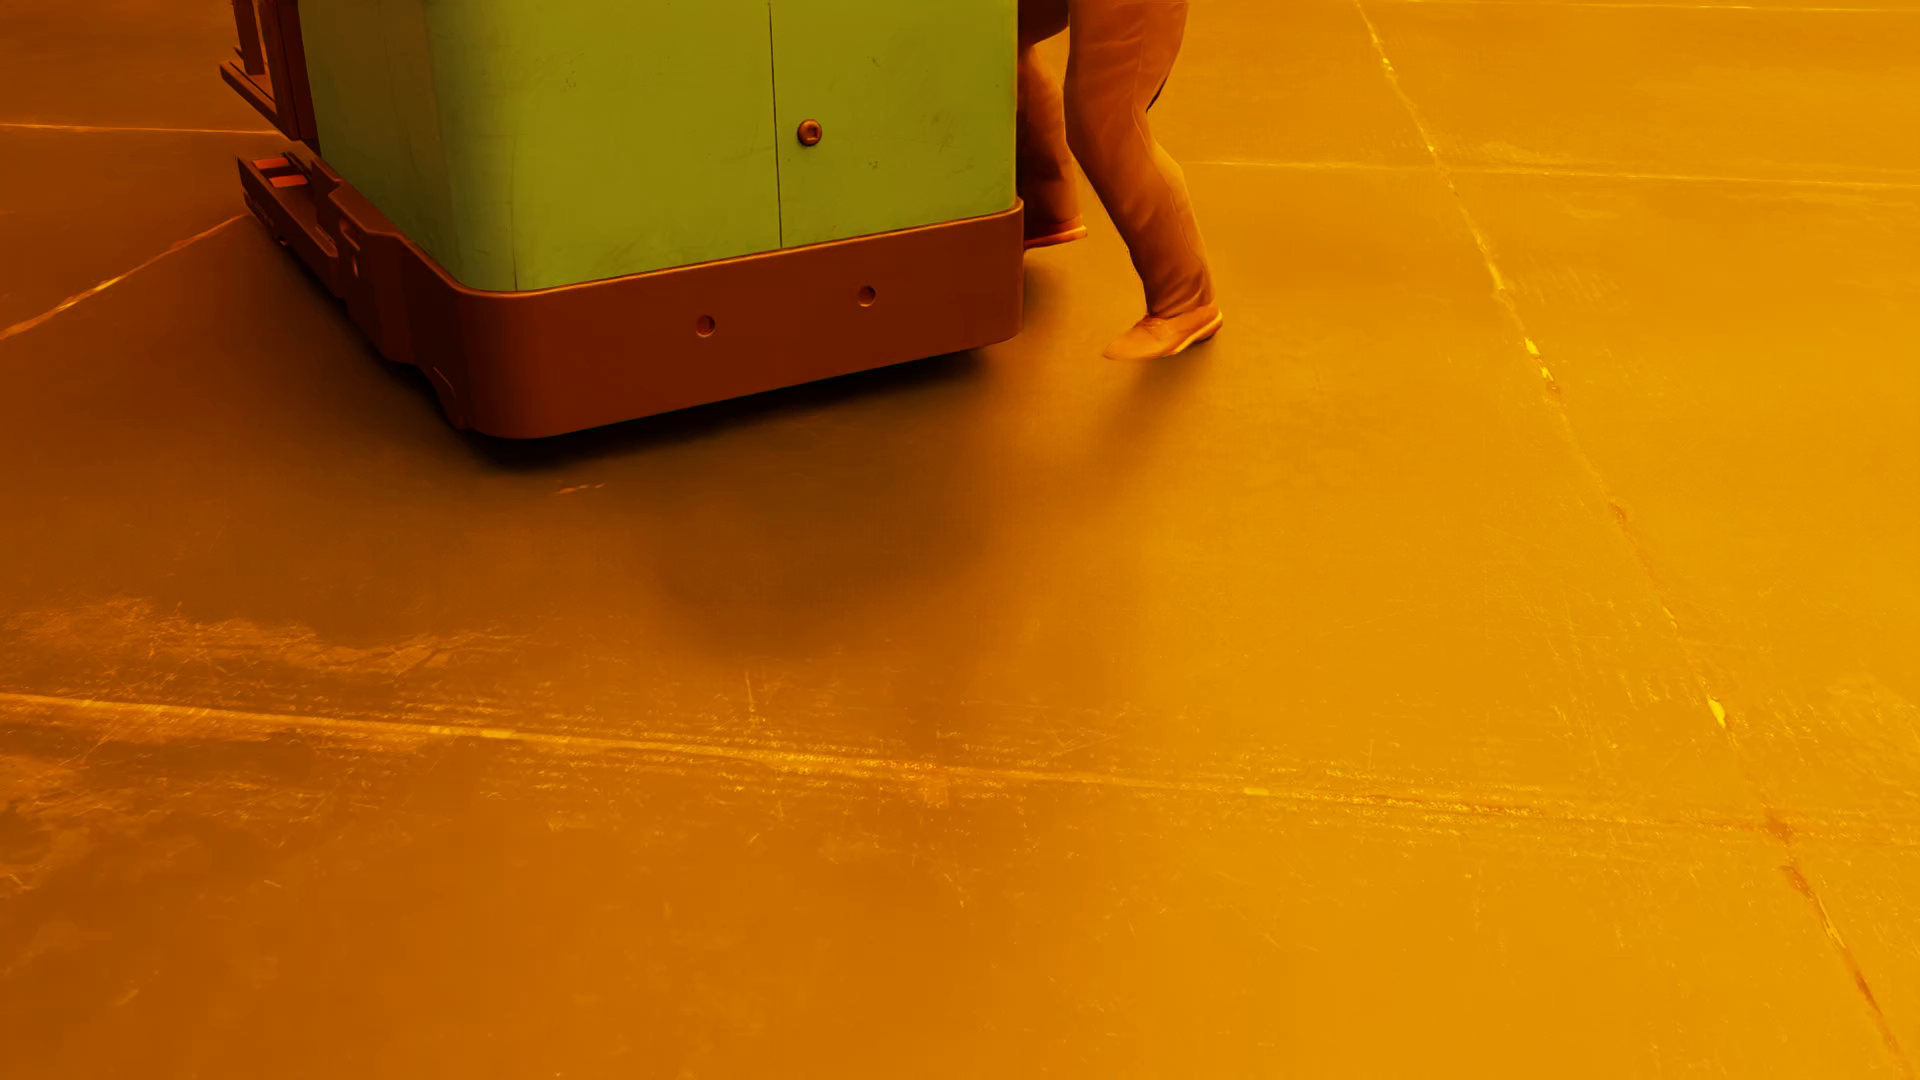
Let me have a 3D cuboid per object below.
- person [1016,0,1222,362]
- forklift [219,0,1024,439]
[{"bbox_3d":[0.274,-1.123,3.036,0.469,1.592,1.067,-5,27,-9],"label":"person"},{"bbox_3d":[-1.078,-2.089,3.404,1.130,2.935,3.031,-15,30,-28],"label":"forklift"}]
